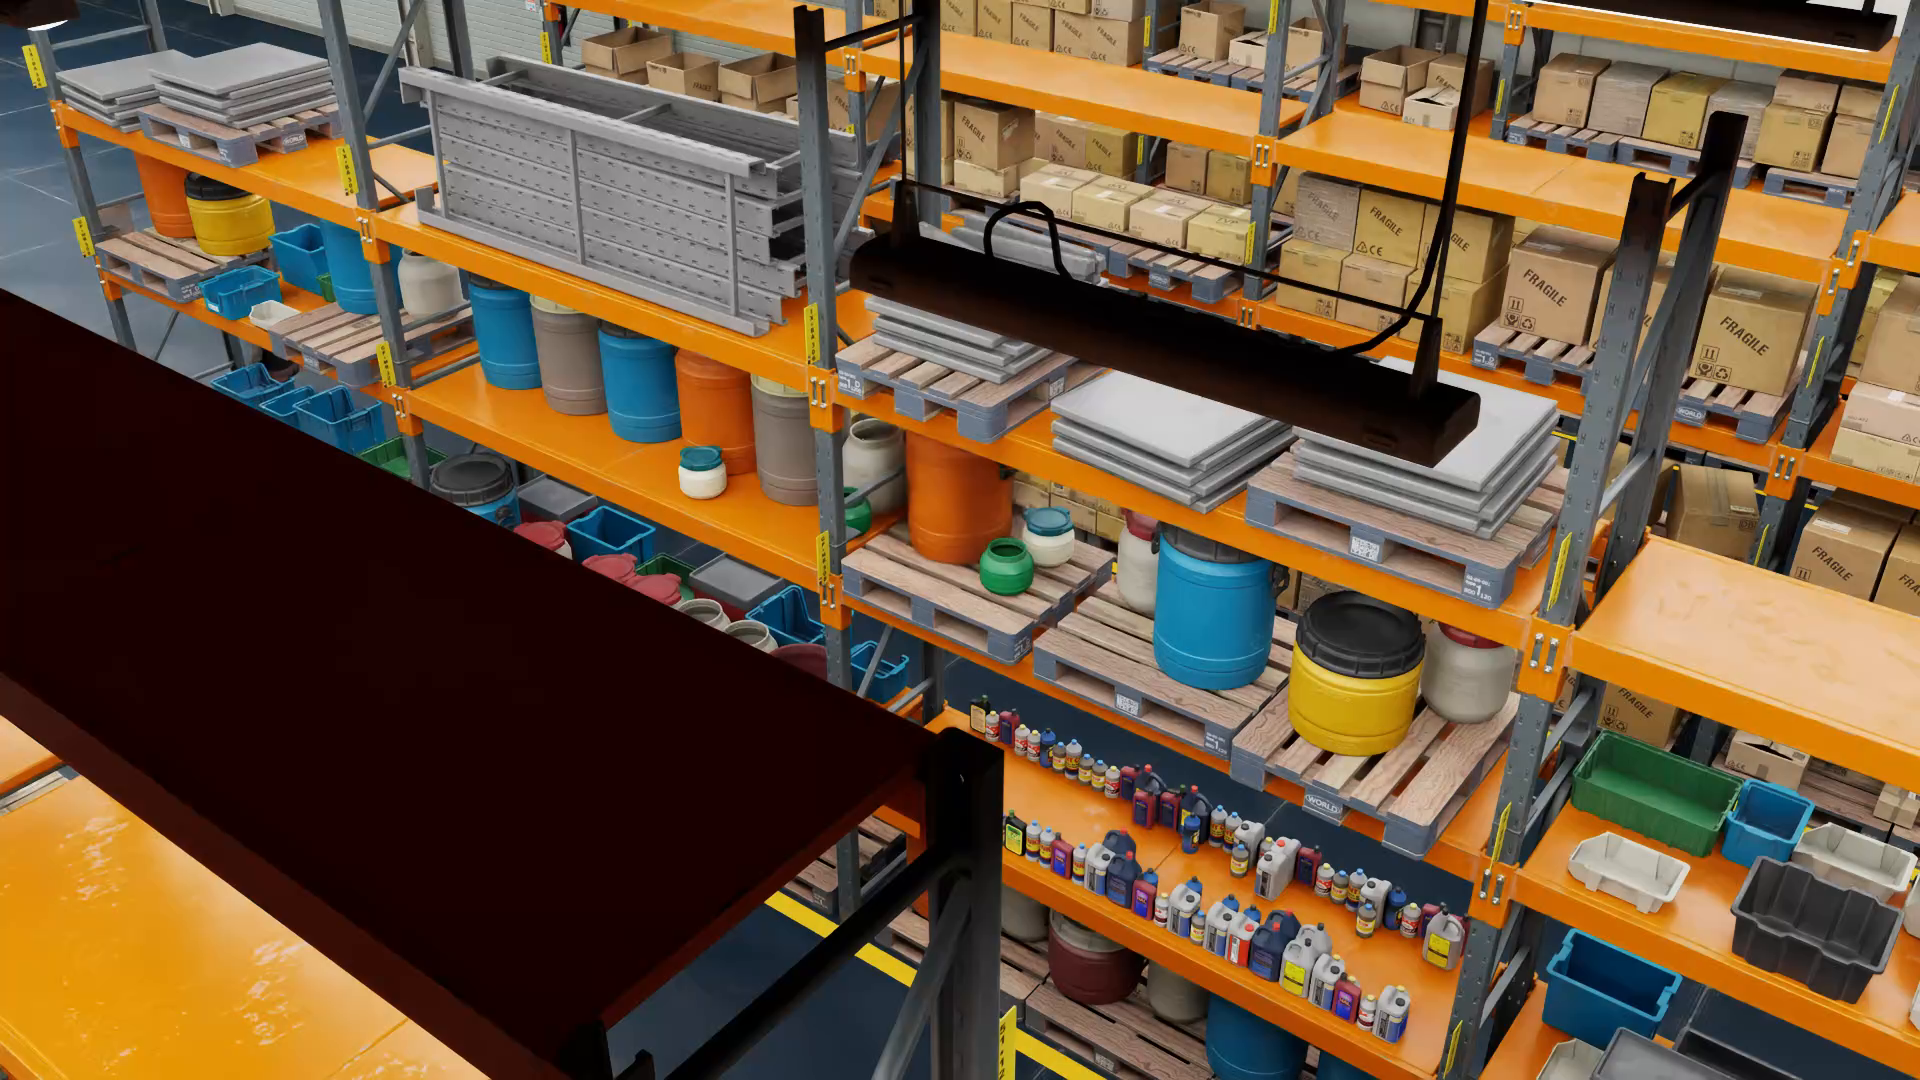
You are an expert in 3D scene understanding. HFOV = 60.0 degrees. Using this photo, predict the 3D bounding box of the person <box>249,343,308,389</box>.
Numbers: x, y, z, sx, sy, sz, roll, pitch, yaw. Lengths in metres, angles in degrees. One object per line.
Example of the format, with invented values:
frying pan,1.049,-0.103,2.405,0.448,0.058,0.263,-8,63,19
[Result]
person,-6.795,-1.736,16.461,0.899,1.683,0.591,6,32,10
